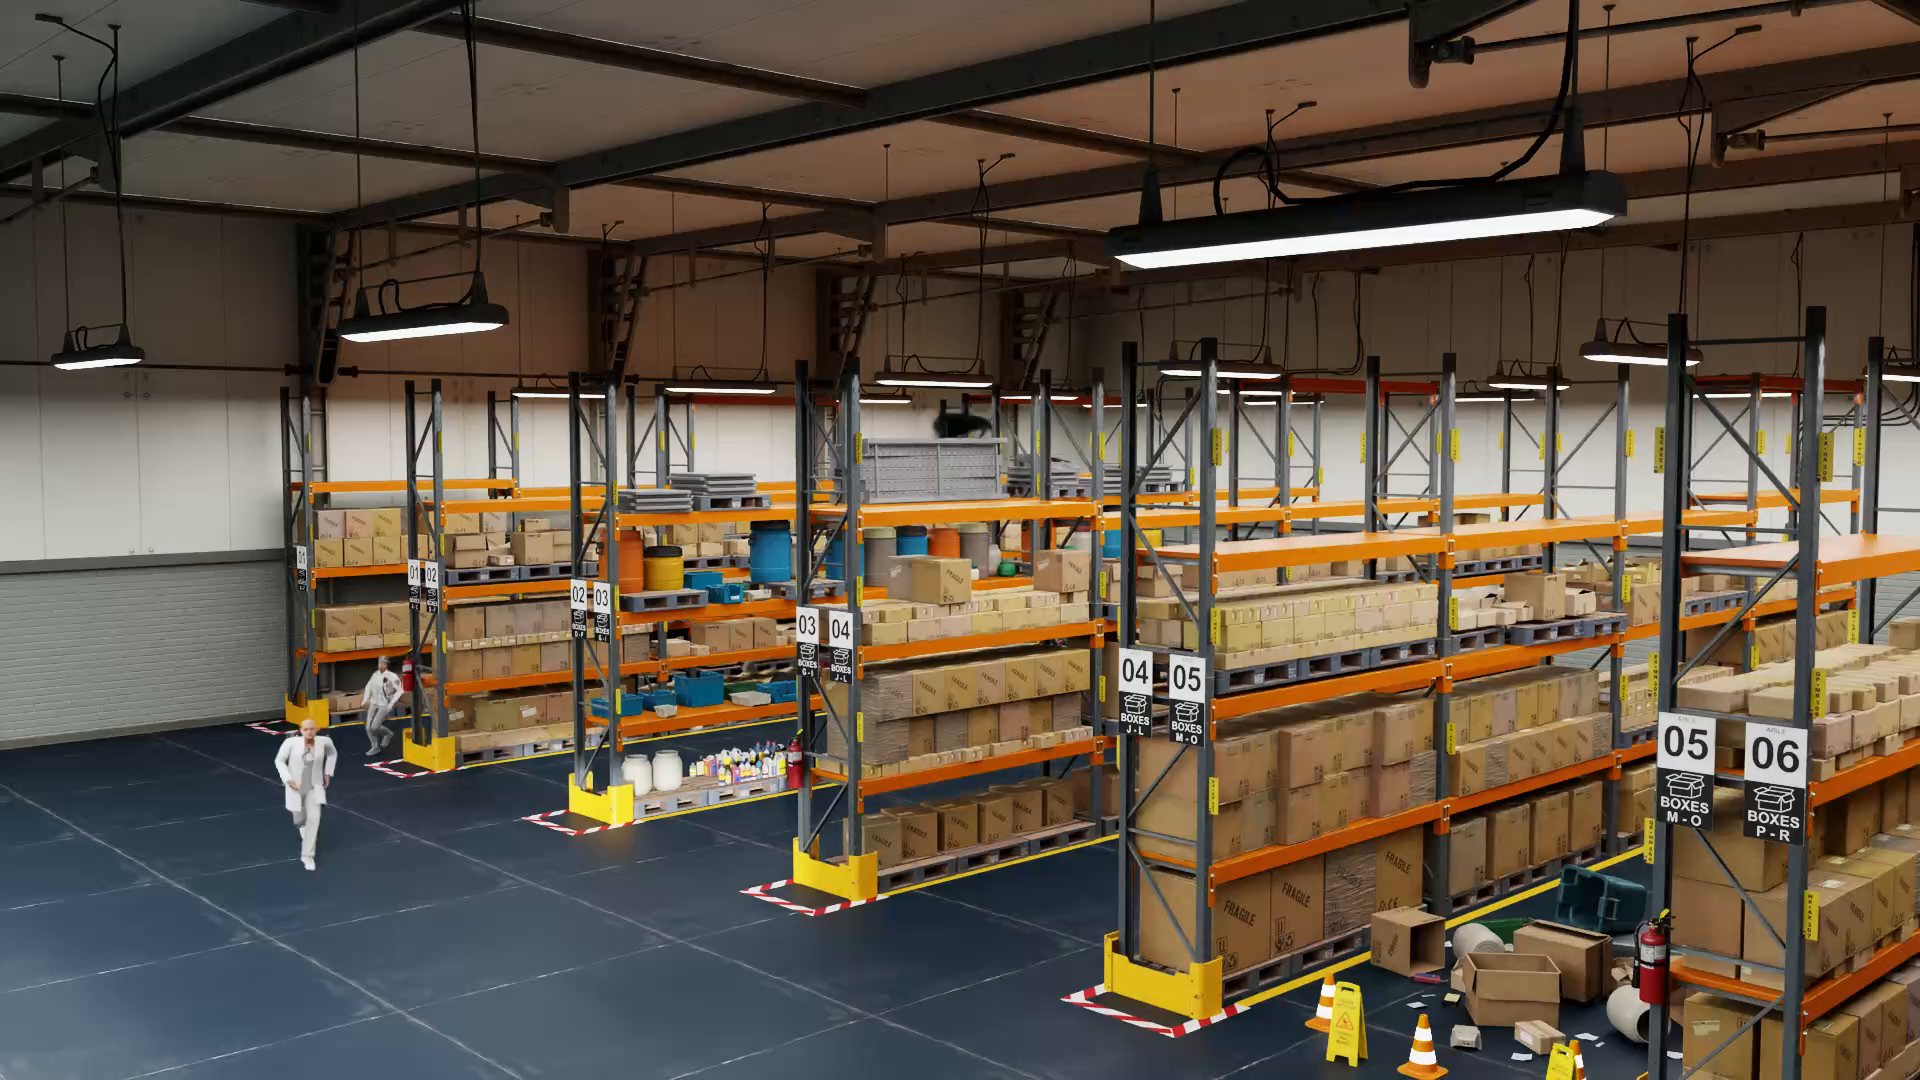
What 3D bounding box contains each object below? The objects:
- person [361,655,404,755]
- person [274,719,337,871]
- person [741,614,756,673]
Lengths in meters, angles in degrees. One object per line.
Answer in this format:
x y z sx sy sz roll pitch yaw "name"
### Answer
-9.313 2.653 26.773 0.665 1.639 0.477 1 4 21 "person"
-7.913 3.021 20.149 0.714 1.779 1.114 -2 4 -23 "person"
-4.055 2.255 32.044 0.552 1.679 0.948 3 5 38 "person"
